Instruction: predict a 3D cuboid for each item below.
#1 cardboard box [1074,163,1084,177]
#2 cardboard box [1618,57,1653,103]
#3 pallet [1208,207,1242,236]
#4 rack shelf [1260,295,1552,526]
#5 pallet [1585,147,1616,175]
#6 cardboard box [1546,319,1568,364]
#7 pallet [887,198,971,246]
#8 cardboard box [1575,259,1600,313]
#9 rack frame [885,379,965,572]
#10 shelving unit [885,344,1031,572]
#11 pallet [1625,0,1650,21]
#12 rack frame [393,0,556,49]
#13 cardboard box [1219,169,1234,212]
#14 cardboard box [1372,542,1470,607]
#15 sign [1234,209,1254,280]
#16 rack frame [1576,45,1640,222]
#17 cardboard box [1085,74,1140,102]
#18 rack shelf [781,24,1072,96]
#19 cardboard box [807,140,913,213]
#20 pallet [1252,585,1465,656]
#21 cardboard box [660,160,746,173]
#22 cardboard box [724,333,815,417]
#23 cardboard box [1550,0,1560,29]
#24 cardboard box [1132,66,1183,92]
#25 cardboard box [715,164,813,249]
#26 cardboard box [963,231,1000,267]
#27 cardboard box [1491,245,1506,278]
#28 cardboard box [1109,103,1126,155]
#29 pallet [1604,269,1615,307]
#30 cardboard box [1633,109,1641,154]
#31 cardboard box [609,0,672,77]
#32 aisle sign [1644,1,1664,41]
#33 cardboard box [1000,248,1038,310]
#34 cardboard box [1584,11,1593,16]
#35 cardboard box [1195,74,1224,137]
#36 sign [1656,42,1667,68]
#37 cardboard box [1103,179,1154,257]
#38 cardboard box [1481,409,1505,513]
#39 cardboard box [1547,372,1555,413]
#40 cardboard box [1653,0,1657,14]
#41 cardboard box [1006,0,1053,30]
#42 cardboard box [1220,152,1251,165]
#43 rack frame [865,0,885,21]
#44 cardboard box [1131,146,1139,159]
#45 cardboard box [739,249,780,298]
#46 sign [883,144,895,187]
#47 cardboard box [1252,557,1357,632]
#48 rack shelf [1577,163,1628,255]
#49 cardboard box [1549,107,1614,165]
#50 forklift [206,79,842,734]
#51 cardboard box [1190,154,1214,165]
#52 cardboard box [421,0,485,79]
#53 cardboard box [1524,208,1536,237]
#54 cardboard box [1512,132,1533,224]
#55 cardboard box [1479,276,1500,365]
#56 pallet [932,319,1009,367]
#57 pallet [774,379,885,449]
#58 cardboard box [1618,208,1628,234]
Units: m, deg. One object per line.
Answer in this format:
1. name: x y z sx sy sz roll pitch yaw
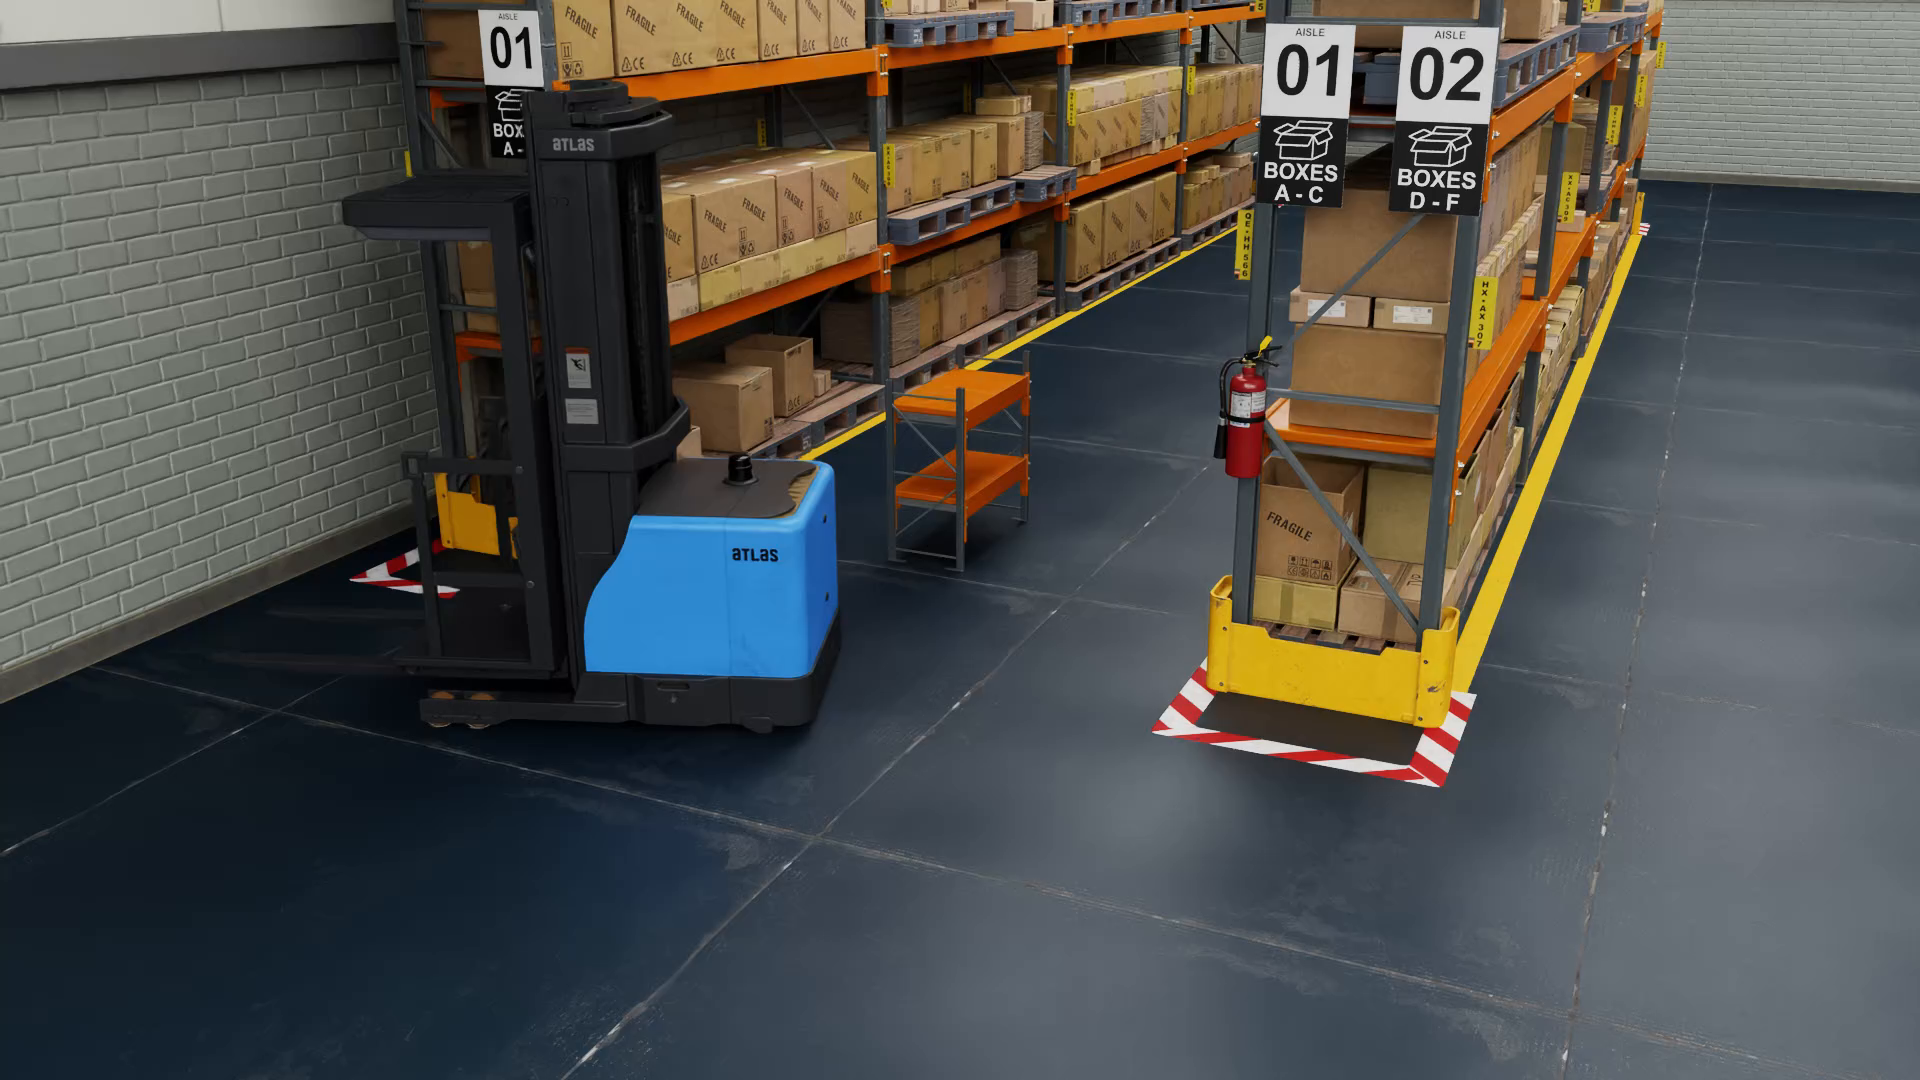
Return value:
1. cardboard box: 1.047 -3.807 17.043 0.380 0.149 0.250 9 21 23
2. cardboard box: 7.831 -5.412 19.569 0.500 0.500 0.500 9 22 24
3. pallet: 3.109 -4.276 22.179 1.003 0.211 1.213 9 21 23
4. rack shelf: 2.654 -0.920 9.652 1.077 0.370 4.000 9 21 23
5. pallet: 6.322 -3.996 17.515 1.003 0.211 1.213 9 21 23
6. cardboard box: 4.498 -1.599 13.128 0.500 0.311 0.500 9 22 24
7. pallet: -0.602 -2.672 13.792 1.003 0.211 1.213 9 21 23
8. cardboard box: 5.767 -2.383 15.767 0.500 0.500 0.500 8 21 21
9. rack frame: -0.205 -0.377 9.849 0.500 1.125 0.032 9 21 23
10. shelving unit: 0.003 -0.532 10.286 0.538 1.125 1.048 9 21 23
11. pallet: 6.418 -5.451 17.123 1.213 0.211 1.003 9 21 23
12. rack frame: -2.686 -4.153 8.715 1.000 3.000 0.127 9 21 23
13. cardboard box: 3.260 -4.703 22.319 0.700 0.500 0.500 8 21 21
14. cardboard box: 2.459 0.164 9.009 0.500 0.250 0.500 9 21 23
15. sign: 1.345 -1.383 7.800 0.100 0.325 0.005 9 21 23
16. rack frame: 6.749 -4.316 18.127 1.000 3.000 0.127 9 21 23
17. cardboard box: 1.635 -4.900 18.027 0.500 0.250 0.500 8 21 22
18. rack shelf: -0.229 -4.234 14.496 1.077 0.370 4.000 9 21 23
19. cardboard box: -0.809 -2.954 13.493 0.700 0.500 0.500 9 21 23
20. pallet: 2.110 0.427 8.953 1.003 0.211 1.213 9 21 23
21. cardboard box: -1.856 -2.417 11.862 0.500 0.500 0.500 9 22 24
22. cardboard box: -1.437 -1.256 12.596 0.500 0.500 0.500 7 21 19
23. cardboard box: 3.228 -3.023 9.554 0.380 0.149 0.250 9 21 23
24. cardboard box: 2.270 -5.366 19.340 0.500 0.250 0.500 9 22 24
25. cardboard box: -1.375 -2.348 11.669 0.500 0.500 0.500 8 21 21
26. cardboard box: 0.052 -2.761 15.712 0.500 0.250 0.500 9 21 24
27. cardboard box: 2.822 -1.560 9.262 0.380 0.149 0.250 9 21 23
28. cardboard box: 1.449 -4.392 17.719 0.500 0.500 0.500 8 21 22
29. pallet: 6.450 -2.748 17.881 1.003 0.211 1.213 9 21 23
30. cardboard box: 7.413 -4.638 18.885 0.500 0.500 0.500 9 21 24
31. cardboard box: -2.069 -3.023 9.837 0.500 0.500 0.500 10 22 26
32. aisle sign: 8.694 -6.742 21.071 0.394 0.787 0.004 9 21 23
33. cardboard box: 0.343 -2.574 16.303 0.700 0.500 0.500 9 21 23
34. cardboard box: 4.778 -4.324 13.272 0.500 0.250 0.500 9 22 24
35. cardboard box: 2.769 -5.522 21.071 0.980 0.700 0.700 8 21 21
36. sign: 8.885 -6.151 21.087 0.100 0.325 0.005 9 21 23
37. cardboard box: 1.719 -3.691 18.951 0.750 0.750 0.750 9 22 24
38. cardboard box: 2.874 -0.495 9.741 0.500 0.500 0.500 9 21 23
39. cardboard box: 4.284 -1.177 12.778 0.500 0.250 0.500 8 21 21
40. cardboard box: 7.790 -6.231 19.261 0.500 0.250 0.500 9 21 23
41. cardboard box: 0.541 -4.895 15.383 0.500 0.311 0.500 9 21 23
42. cardboard box: 3.784 -5.251 22.893 0.380 0.149 0.250 8 21 22
43. rack frame: -1.048 -5.375 12.154 1.000 3.000 0.127 9 21 23
44. cardboard box: 1.787 -4.361 18.599 0.380 0.149 0.250 8 21 21
45. cardboard box: -1.574 -1.840 11.360 0.500 0.250 0.500 9 21 23
46. sign: -0.550 -2.884 12.811 0.100 0.325 0.005 9 21 23
47. cardboard box: 1.785 0.246 8.778 0.500 0.250 0.500 9 21 23
48. rack shelf: 5.930 -3.365 16.529 1.077 0.370 4.000 9 21 23
49. cardboard box: 6.081 -4.012 16.498 0.700 0.500 0.500 3 20 9
50. forklift: -2.164 -0.654 7.934 3.031 2.935 1.130 2 20 5
51. cardboard box: 3.230 -5.149 22.607 0.380 0.149 0.250 9 21 23
52. cardboard box: -2.746 -2.958 9.654 0.500 0.500 0.500 10 22 27
53. cardboard box: 3.454 -2.035 10.597 0.380 0.149 0.250 8 21 22
54. cardboard box: 3.091 -2.237 10.198 0.700 0.500 0.500 8 21 23
55. cardboard box: 2.669 -1.309 9.524 0.700 0.500 0.500 9 22 24
56. pallet: -0.232 -1.847 15.348 1.003 0.211 1.213 9 21 23
57. pallet: -1.291 -1.025 13.035 1.003 0.211 1.213 9 21 23
58. cardboard box: 7.972 -3.964 20.585 0.500 0.250 0.500 9 21 23
